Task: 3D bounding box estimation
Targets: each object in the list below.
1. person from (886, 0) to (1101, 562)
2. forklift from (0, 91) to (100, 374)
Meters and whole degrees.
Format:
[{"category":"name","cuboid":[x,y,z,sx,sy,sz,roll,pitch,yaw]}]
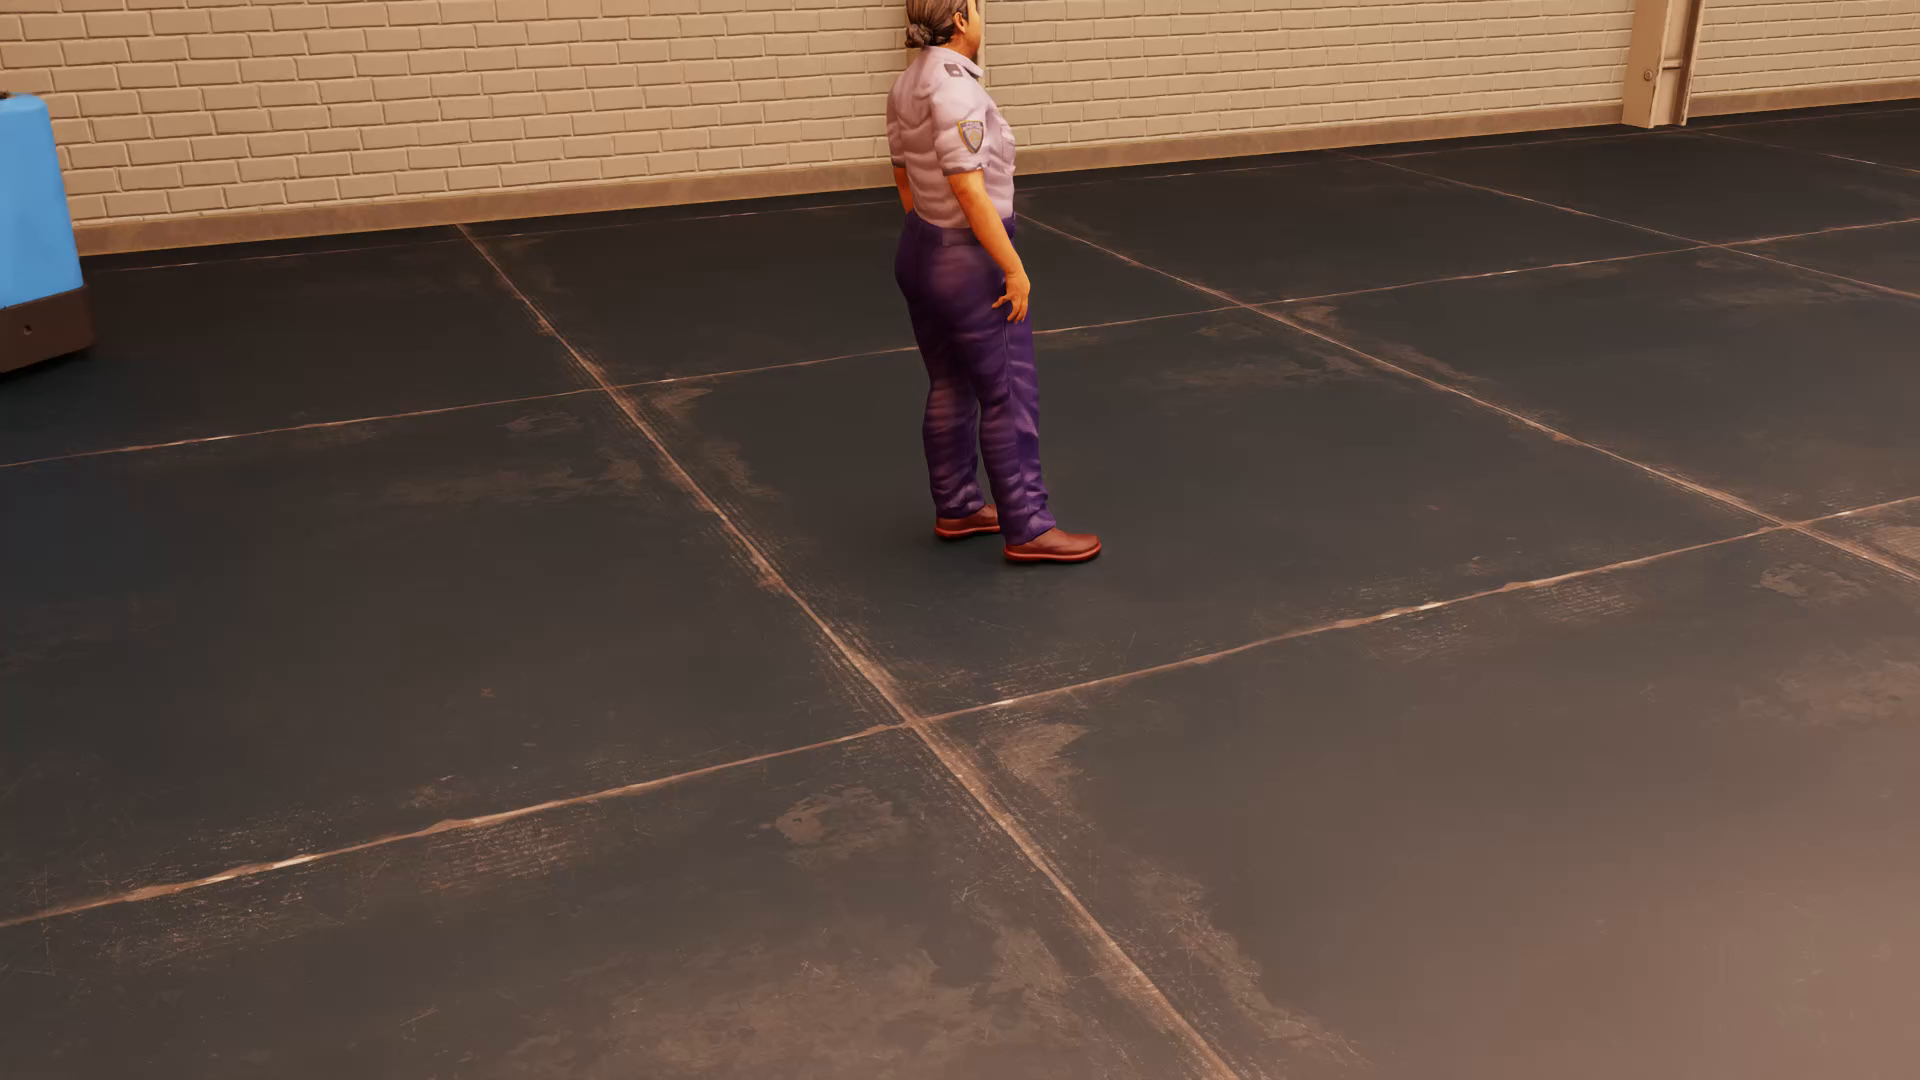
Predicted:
[{"category":"person","cuboid":[0.091,-0.774,4.804,0.502,1.651,0.598,-10,25,-23]},{"category":"forklift","cuboid":[-5.131,-2.159,6.483,3.031,2.935,1.130,9,24,21]}]
